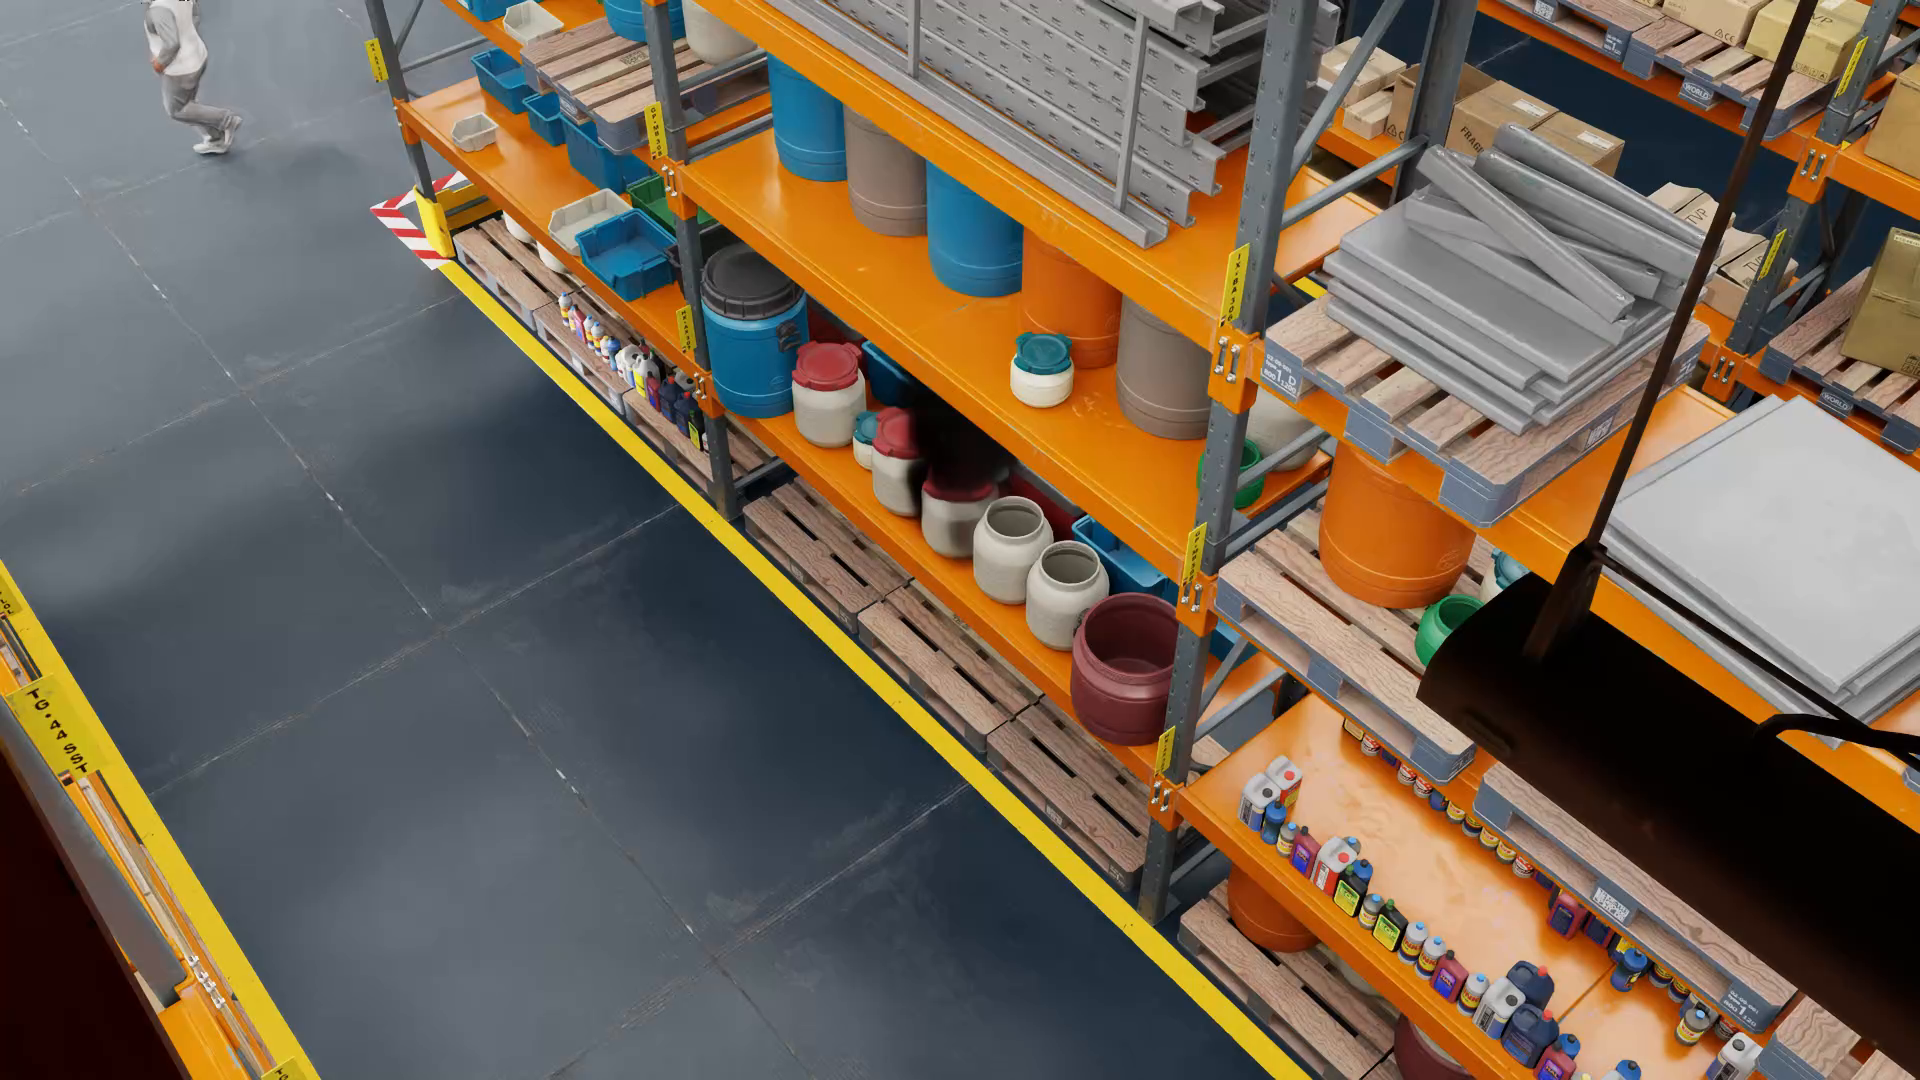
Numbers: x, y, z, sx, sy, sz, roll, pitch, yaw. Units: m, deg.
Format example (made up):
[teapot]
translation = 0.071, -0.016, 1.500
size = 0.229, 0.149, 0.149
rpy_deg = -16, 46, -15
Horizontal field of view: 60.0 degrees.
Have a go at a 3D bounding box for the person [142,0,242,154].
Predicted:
[person]
translation = -6.278, -3.886, 13.488
size = 0.511, 1.740, 0.661
rpy_deg = 0, 46, 0
